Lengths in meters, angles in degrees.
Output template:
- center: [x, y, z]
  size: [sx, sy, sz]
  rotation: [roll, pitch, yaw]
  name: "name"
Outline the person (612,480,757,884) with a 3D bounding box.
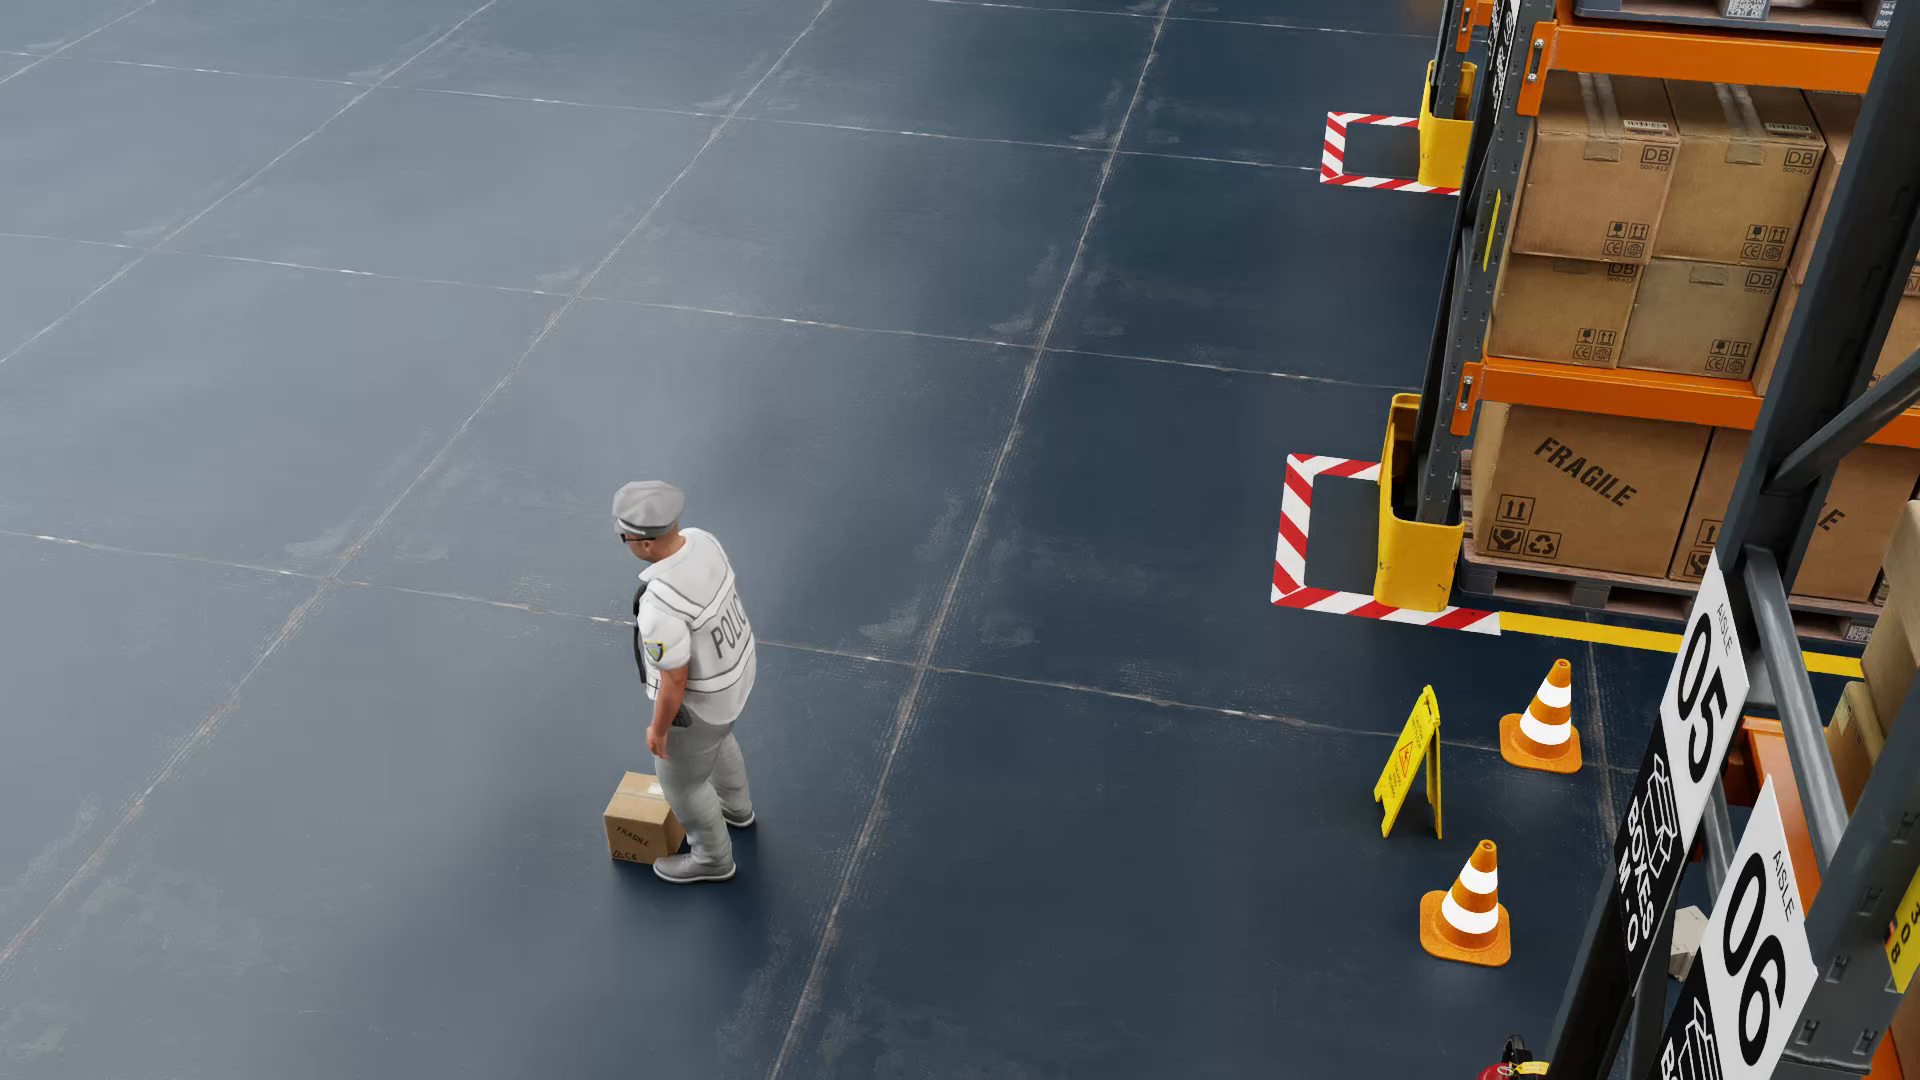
- center: [-0.990, 0.549, 6.212]
  size: [0.434, 1.749, 0.585]
  rotation: [8, 37, 10]
  name: "person"
